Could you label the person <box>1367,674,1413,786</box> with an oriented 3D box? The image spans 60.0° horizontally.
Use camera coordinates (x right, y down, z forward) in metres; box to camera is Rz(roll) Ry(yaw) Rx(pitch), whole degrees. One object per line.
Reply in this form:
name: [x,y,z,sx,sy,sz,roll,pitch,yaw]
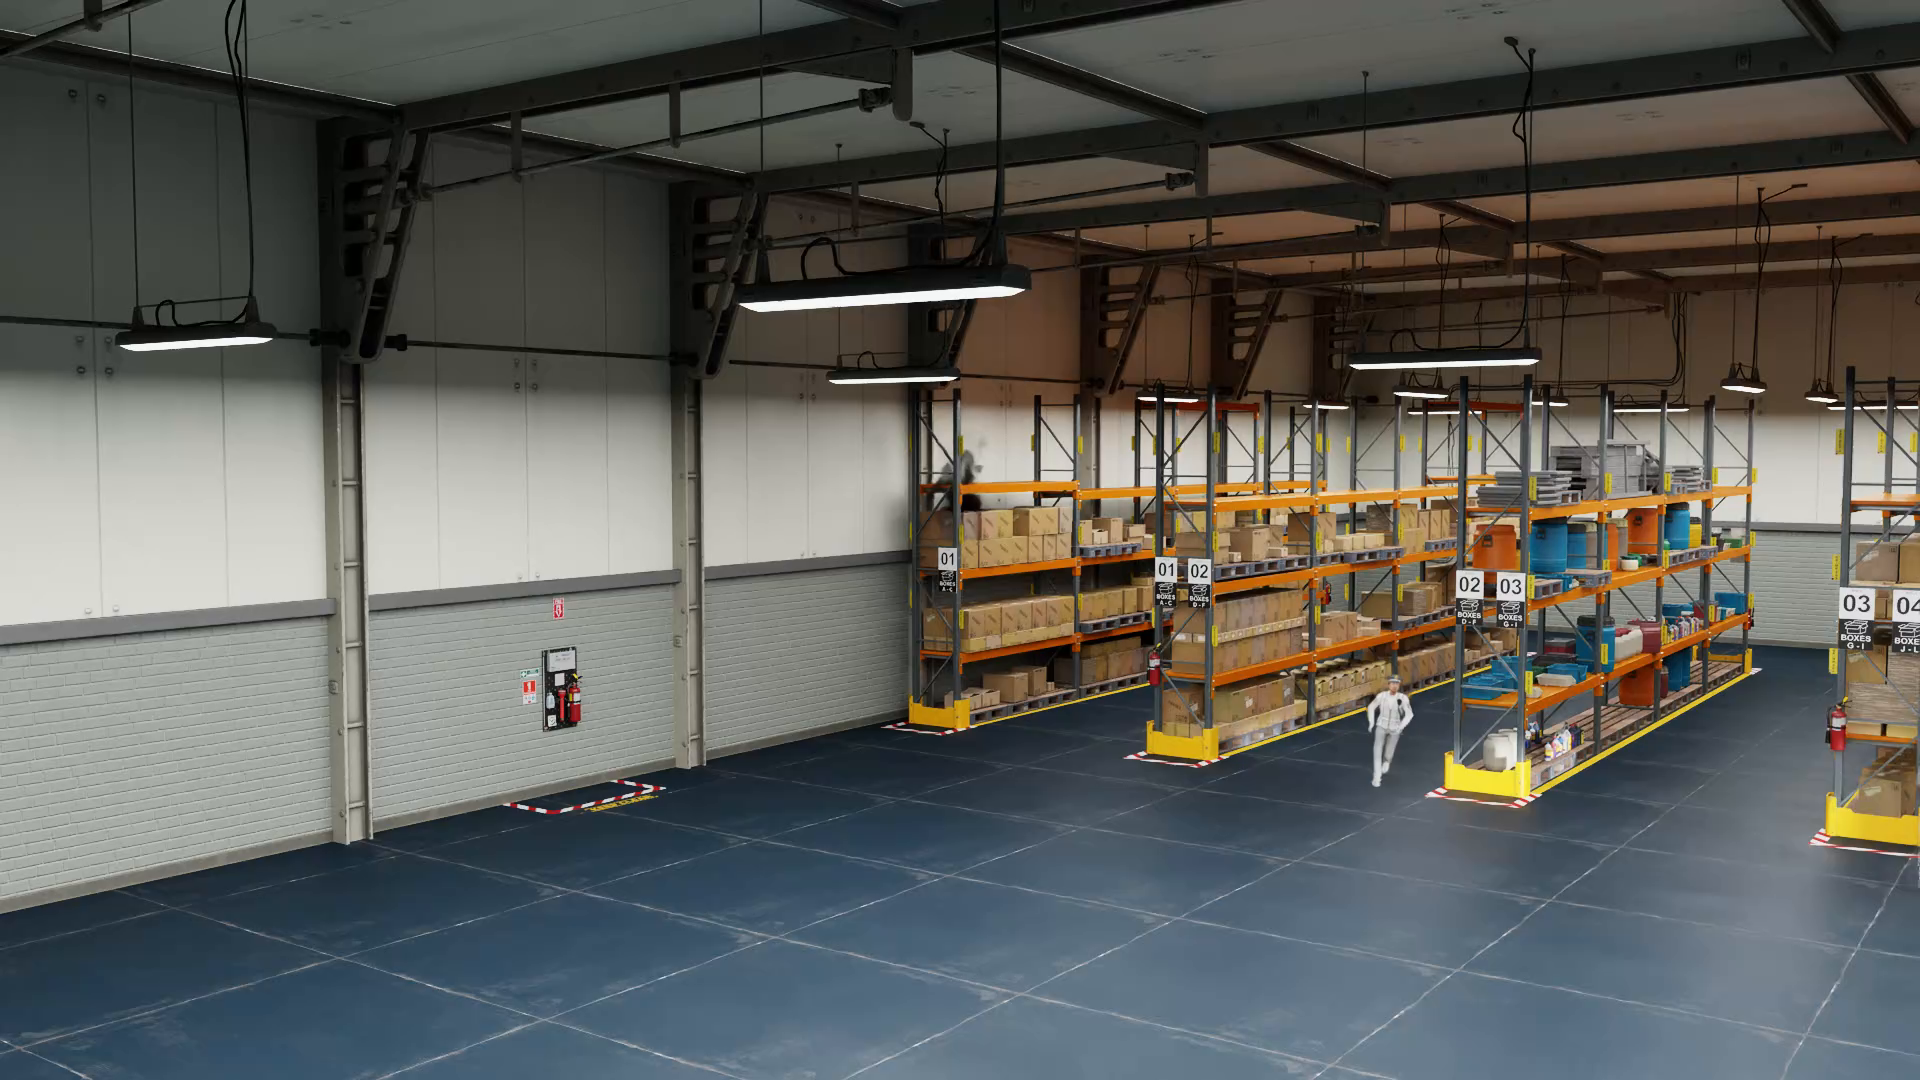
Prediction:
person: [6.360,2.800,24.618,0.657,1.662,0.627,1,3,20]
